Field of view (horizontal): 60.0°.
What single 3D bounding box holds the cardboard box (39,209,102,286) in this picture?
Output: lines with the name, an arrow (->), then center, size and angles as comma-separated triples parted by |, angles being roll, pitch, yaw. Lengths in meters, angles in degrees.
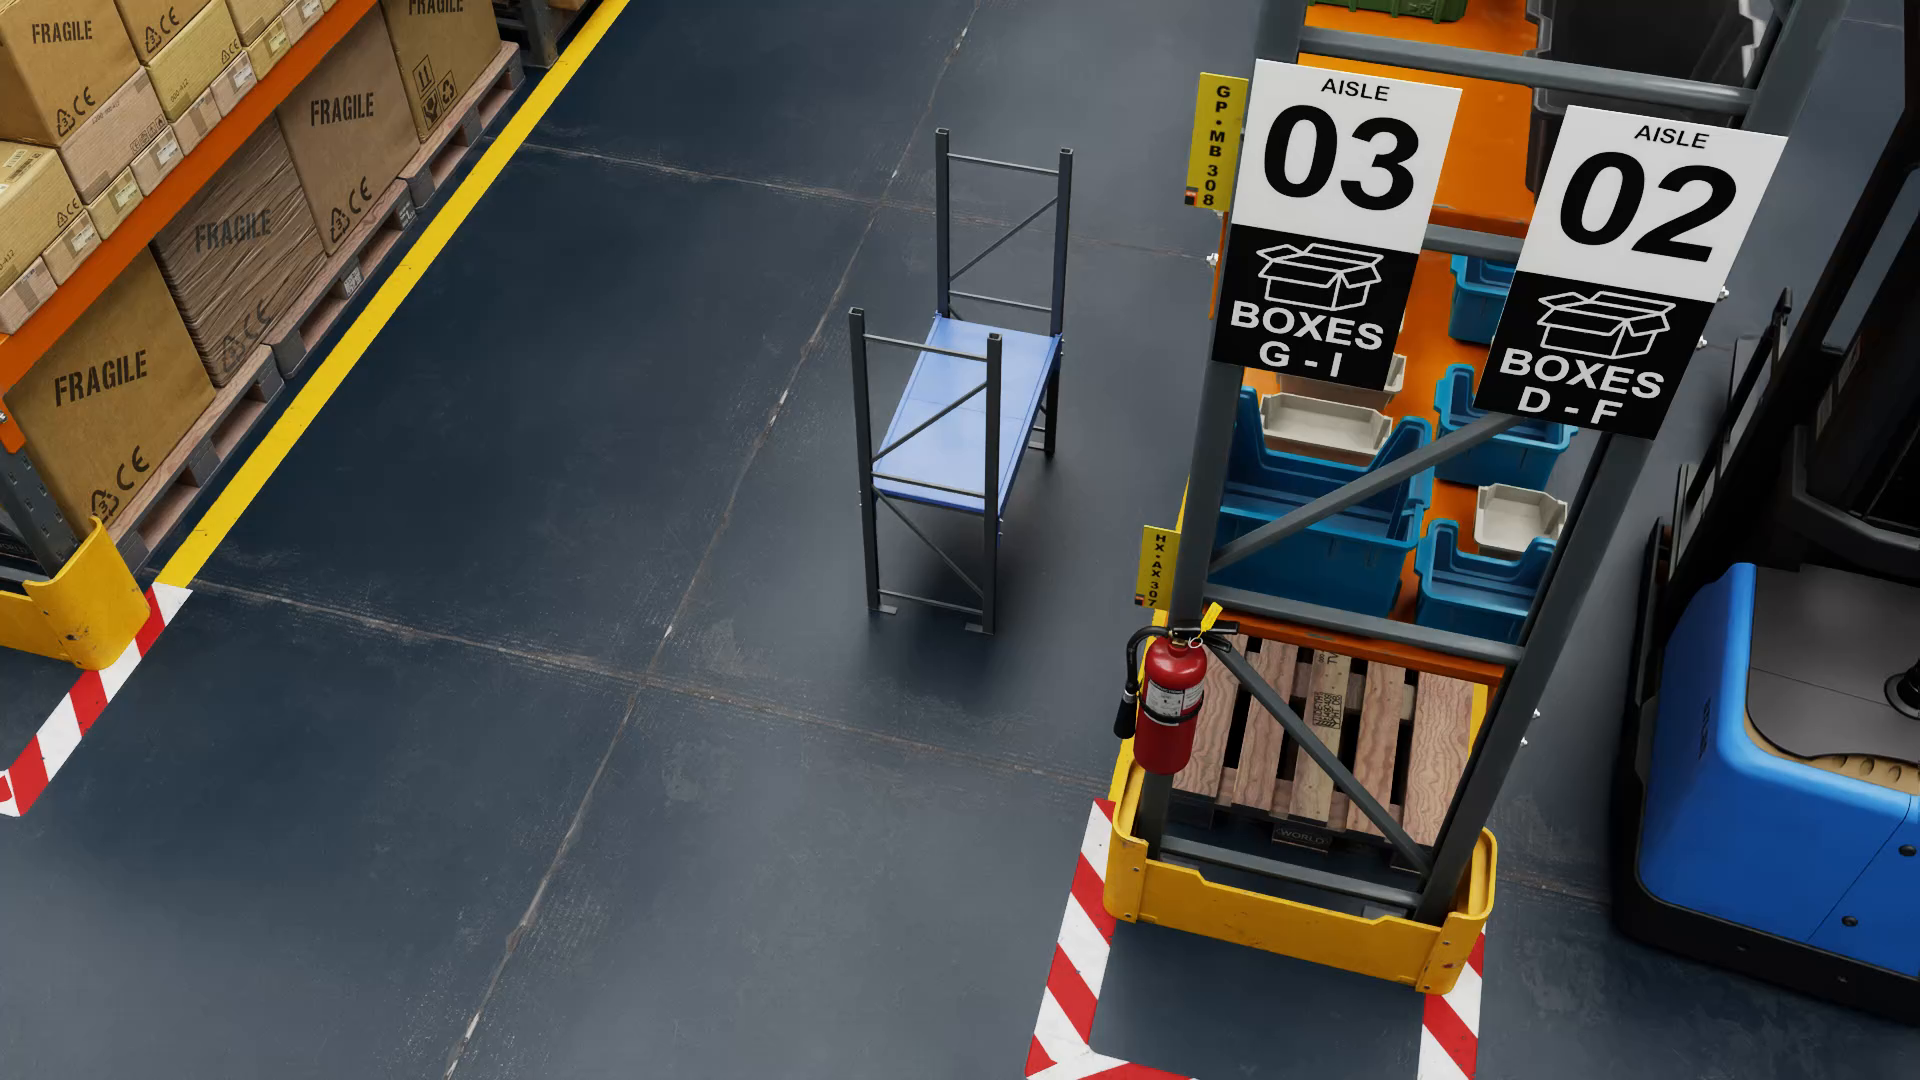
cardboard box -> -3.232, -1.041, 5.755 | 0.380, 0.149, 0.250 | 11, 49, 9

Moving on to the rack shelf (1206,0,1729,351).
rack shelf -> 1.594, -1.971, 4.887 | 1.077, 0.370, 4.000 | 12, 50, 10

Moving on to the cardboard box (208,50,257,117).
cardboard box -> -2.962, -1.786, 6.412 | 0.380, 0.149, 0.250 | 11, 50, 10

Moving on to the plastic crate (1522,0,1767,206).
plastic crate -> 1.438, -0.942, 3.586 | 0.497, 0.269, 0.590 | 12, 50, 10

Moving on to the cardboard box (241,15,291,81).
cardboard box -> -2.895, -1.968, 6.573 | 0.380, 0.149, 0.250 | 10, 49, 9

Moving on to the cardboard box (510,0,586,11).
cardboard box -> -2.508, -3.543, 8.932 | 1.225, 0.875, 0.875 | 12, 50, 10

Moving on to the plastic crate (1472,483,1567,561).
plastic crate -> 1.615, -0.031, 4.832 | 0.250, 0.136, 0.298 | 12, 50, 10

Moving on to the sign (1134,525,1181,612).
sign -> 0.533, 0.080, 4.489 | 0.100, 0.325, 0.005 | 12, 50, 10

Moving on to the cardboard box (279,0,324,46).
cardboard box -> -2.828, -2.158, 6.741 | 0.380, 0.149, 0.250 | 12, 50, 11

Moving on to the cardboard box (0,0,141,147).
cardboard box -> -3.192, -1.699, 5.570 | 0.500, 0.500, 0.500 | 10, 49, 9

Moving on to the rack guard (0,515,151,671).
rack guard -> -3.717, 0.098, 6.249 | 1.175, 0.500, 0.348 | 12, 50, 10

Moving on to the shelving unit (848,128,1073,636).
shelving unit -> 0.022, -0.558, 6.161 | 0.538, 1.500, 1.048 | 12, 50, 10

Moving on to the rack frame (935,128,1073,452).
rack frame -> 0.156, -0.926, 6.486 | 0.500, 1.500, 0.032 | 12, 50, 10

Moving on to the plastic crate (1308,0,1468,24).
plastic crate -> 1.052, -1.462, 4.099 | 0.450, 0.188, 0.336 | 12, 50, 10

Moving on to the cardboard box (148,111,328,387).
cardboard box -> -3.379, -1.320, 6.970 | 0.875, 0.875, 0.875 | 12, 50, 10

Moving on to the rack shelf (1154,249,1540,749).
rack shelf -> 1.594, -0.978, 6.011 | 1.077, 0.370, 4.000 | 12, 50, 10

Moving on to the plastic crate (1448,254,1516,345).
plastic crate -> 1.797, -0.800, 5.446 | 0.416, 0.233, 0.300 | 12, 50, 10

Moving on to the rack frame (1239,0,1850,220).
rack frame -> 1.068, -1.755, 2.215 | 1.000, 3.000, 0.127 | 12, 50, 10

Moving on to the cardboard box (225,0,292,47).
cardboard box -> -2.925, -2.208, 6.519 | 0.500, 0.250, 0.500 | 11, 49, 9

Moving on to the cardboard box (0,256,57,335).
cardboard box -> -3.298, -0.855, 5.591 | 0.380, 0.149, 0.250 | 12, 50, 10

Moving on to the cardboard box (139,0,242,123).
cardboard box -> -3.057, -1.830, 6.185 | 0.500, 0.250, 0.500 | 10, 49, 9

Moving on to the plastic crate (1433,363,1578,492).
plastic crate -> 1.624, -0.324, 5.026 | 0.416, 0.233, 0.300 | 12, 50, 10

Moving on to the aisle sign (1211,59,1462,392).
aisle sign -> 0.766, -0.635, 3.495 | 0.394, 0.787, 0.004 | 12, 50, 10

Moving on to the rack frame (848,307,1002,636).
rack frame -> -0.111, -0.190, 5.836 | 0.500, 1.500, 0.032 | 12, 50, 10

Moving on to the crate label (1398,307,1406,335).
crate label -> 1.248, -0.741, 5.458 | 0.396, 0.136, 0.243 | 12, 50, 10

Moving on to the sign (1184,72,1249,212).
sign -> 0.533, -0.824, 3.465 | 0.100, 0.325, 0.005 | 12, 50, 10

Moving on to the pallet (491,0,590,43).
pallet -> -2.527, -3.290, 9.432 | 1.003, 0.211, 1.213 | 12, 50, 10

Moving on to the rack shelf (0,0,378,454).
rack shelf -> -3.184, -1.955, 6.874 | 1.077, 0.370, 4.000 | 12, 50, 10

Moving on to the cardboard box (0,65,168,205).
cardboard box -> -3.193, -1.467, 5.864 | 0.500, 0.250, 0.500 | 11, 49, 10

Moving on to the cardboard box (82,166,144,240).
cardboard box -> -3.165, -1.227, 5.918 | 0.380, 0.149, 0.250 | 11, 49, 9

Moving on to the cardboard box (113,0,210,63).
cardboard box -> -3.061, -2.075, 5.901 | 0.500, 0.500, 0.500 | 10, 49, 9

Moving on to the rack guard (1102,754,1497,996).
rack guard -> 1.074, 1.078, 5.384 | 1.175, 0.500, 0.348 | 12, 50, 10

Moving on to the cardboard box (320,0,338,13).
cardboard box -> -2.760, -2.342, 6.903 | 0.380, 0.149, 0.250 | 11, 49, 9

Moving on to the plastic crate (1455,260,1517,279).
plastic crate -> 1.876, -1.017, 5.637 | 0.416, 0.233, 0.300 | 12, 50, 10

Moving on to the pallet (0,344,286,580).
pallet -> -3.575, -0.418, 6.897 | 1.003, 0.211, 1.213 | 12, 50, 10

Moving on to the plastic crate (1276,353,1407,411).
plastic crate -> 1.198, -0.534, 5.276 | 0.396, 0.136, 0.243 | 12, 50, 10

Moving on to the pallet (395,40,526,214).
pallet -> -2.933, -2.183, 8.455 | 1.003, 0.211, 1.213 | 12, 50, 10

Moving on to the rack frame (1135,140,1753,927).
rack frame -> 1.068, 0.231, 4.465 | 1.000, 3.000, 0.127 | 12, 50, 10

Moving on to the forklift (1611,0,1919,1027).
forklift -> 3.148, -0.567, 5.214 | 1.130, 2.935, 3.031 | 16, 50, 13

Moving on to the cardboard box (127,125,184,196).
cardboard box -> -3.098, -1.415, 6.085 | 0.380, 0.149, 0.250 | 11, 49, 9

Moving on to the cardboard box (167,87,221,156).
cardboard box -> -3.030, -1.599, 6.247 | 0.380, 0.149, 0.250 | 11, 49, 9

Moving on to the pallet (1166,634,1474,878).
pallet -> 1.323, 0.564, 6.030 | 1.003, 0.211, 1.213 | 12, 50, 10

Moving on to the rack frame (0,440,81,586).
rack frame -> -3.710, -0.747, 5.327 | 1.000, 3.000, 0.127 | 12, 50, 10

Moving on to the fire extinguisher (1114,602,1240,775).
fire extinguisher -> 0.590, 0.399, 4.616 | 0.296, 0.674, 0.183 | 12, 50, 10

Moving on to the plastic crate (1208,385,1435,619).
plastic crate -> 0.976, -0.080, 4.675 | 0.616, 0.435, 0.499 | 12, 50, 10

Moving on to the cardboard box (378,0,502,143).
cardboard box -> -2.908, -2.614, 8.113 | 0.875, 0.875, 0.875 | 12, 50, 10

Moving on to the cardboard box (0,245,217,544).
cardboard box -> -3.619, -0.661, 6.389 | 0.875, 0.875, 0.875 | 12, 50, 10

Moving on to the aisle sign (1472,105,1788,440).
aisle sign -> 1.336, -0.519, 3.392 | 0.394, 0.787, 0.004 | 12, 50, 10

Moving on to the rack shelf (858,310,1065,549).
rack shelf -> 0.022, -0.439, 6.296 | 0.538, 0.185, 1.000 | 12, 50, 10

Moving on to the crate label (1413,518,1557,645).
crate label -> 1.451, 0.152, 4.605 | 0.416, 0.233, 0.303 | 12, 50, 10

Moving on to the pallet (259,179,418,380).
pallet -> -3.252, -1.298, 7.673 | 1.003, 0.211, 1.213 | 12, 50, 10

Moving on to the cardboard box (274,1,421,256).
cardboard box -> -3.145, -1.963, 7.538 | 0.875, 0.875, 0.875 | 12, 50, 10

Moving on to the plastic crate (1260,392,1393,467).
plastic crate -> 1.108, -0.328, 5.093 | 0.396, 0.136, 0.243 | 12, 50, 10

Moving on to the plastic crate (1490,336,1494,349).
plastic crate -> 1.793, -0.522, 5.265 | 0.250, 0.136, 0.298 | 12, 50, 10

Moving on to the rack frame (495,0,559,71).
rack frame -> -2.657, -3.640, 7.881 | 1.000, 3.000, 0.127 | 12, 50, 10

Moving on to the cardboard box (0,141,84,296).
cardboard box -> -3.323, -1.090, 5.531 | 0.500, 0.250, 0.500 | 10, 49, 9
